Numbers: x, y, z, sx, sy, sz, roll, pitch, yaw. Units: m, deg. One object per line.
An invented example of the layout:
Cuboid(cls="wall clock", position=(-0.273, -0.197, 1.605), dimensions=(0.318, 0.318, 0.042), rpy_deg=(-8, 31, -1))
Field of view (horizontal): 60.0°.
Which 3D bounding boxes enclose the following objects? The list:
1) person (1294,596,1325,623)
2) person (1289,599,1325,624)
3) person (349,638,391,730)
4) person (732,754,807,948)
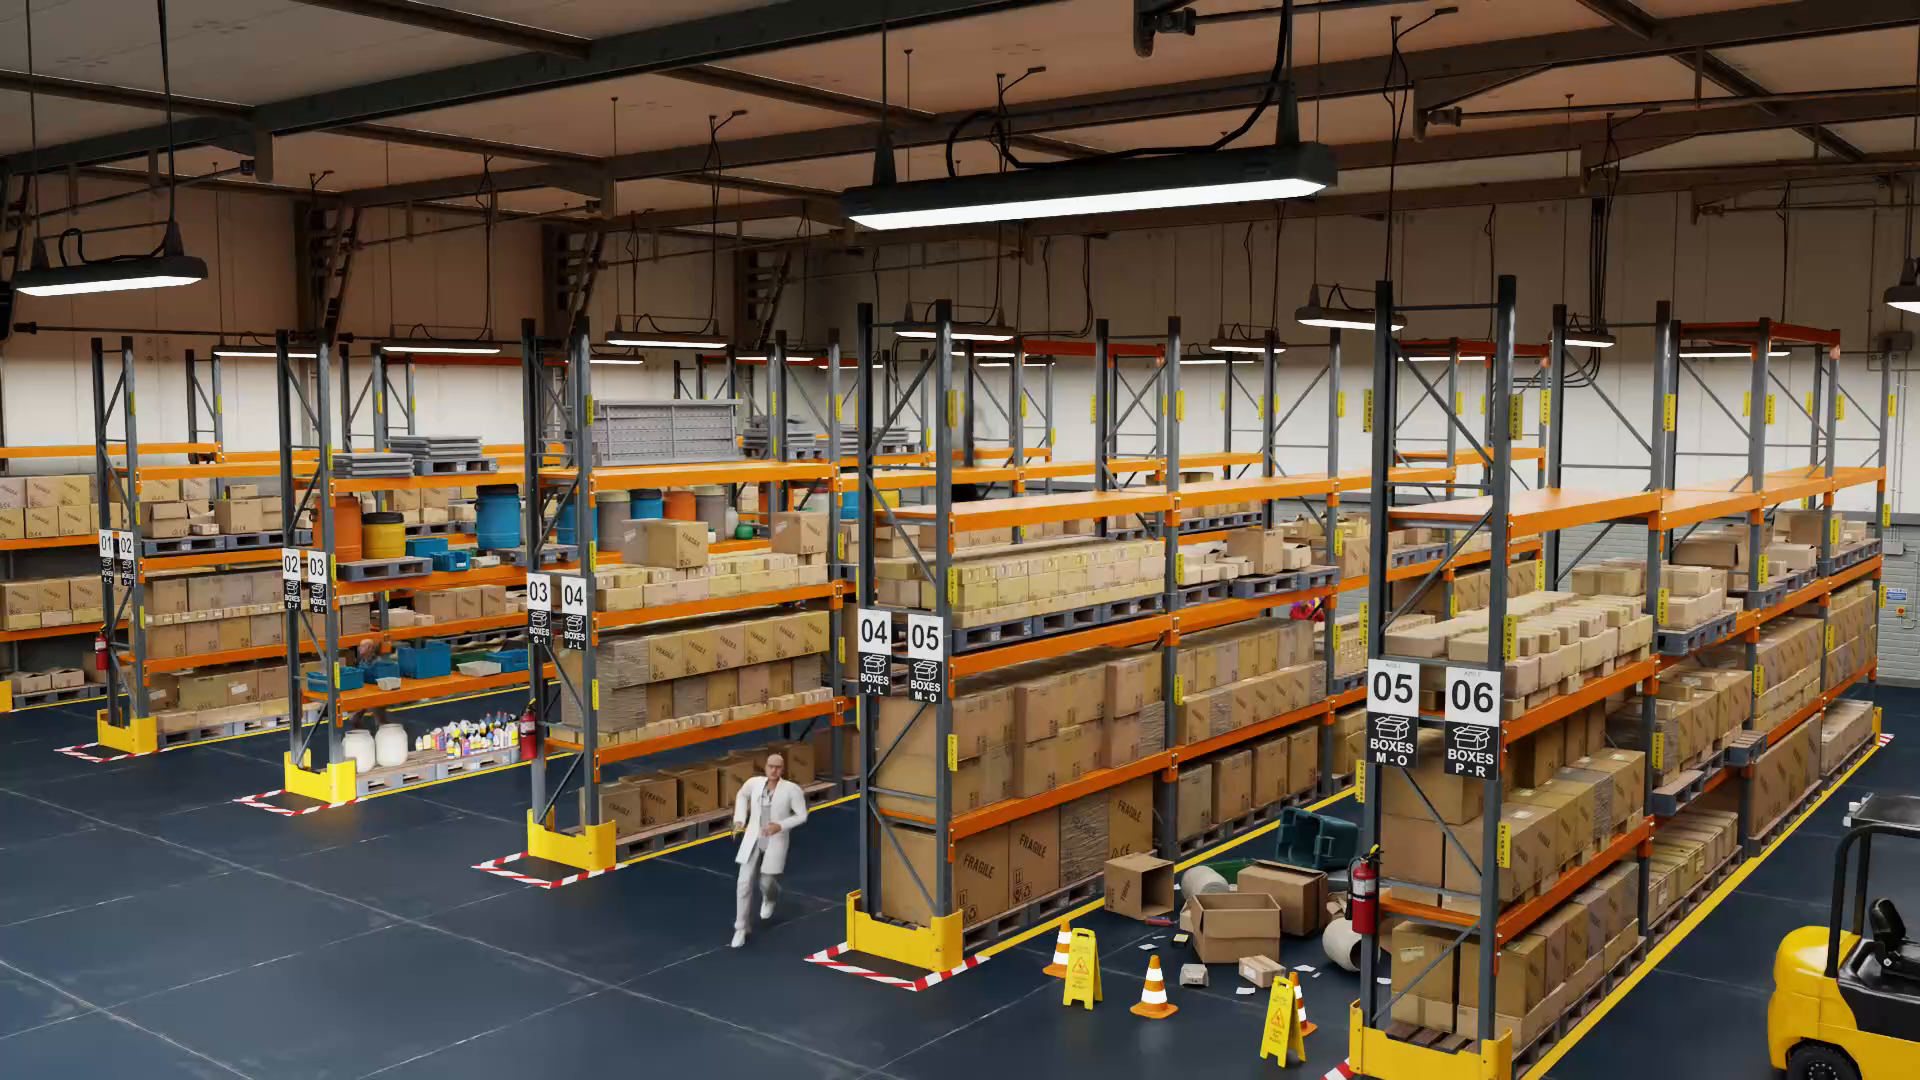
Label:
Cuboid(cls="person", position=(6.554, 1.604, 30.863), dimensions=(0.717, 1.697, 0.665), rpy_deg=(0, 5, 0))
Cuboid(cls="person", position=(6.029, 1.805, 29.085), dimensions=(0.601, 1.735, 0.815), rpy_deg=(3, 6, 33))
Cuboid(cls="person", position=(-8.366, 2.266, 23.666), dimensions=(0.574, 1.760, 0.847), rpy_deg=(3, 6, 27))
Cuboid(cls="person", position=(-1.822, 2.924, 15.943), dimensions=(0.750, 1.784, 0.959), rpy_deg=(1, 5, 9))
